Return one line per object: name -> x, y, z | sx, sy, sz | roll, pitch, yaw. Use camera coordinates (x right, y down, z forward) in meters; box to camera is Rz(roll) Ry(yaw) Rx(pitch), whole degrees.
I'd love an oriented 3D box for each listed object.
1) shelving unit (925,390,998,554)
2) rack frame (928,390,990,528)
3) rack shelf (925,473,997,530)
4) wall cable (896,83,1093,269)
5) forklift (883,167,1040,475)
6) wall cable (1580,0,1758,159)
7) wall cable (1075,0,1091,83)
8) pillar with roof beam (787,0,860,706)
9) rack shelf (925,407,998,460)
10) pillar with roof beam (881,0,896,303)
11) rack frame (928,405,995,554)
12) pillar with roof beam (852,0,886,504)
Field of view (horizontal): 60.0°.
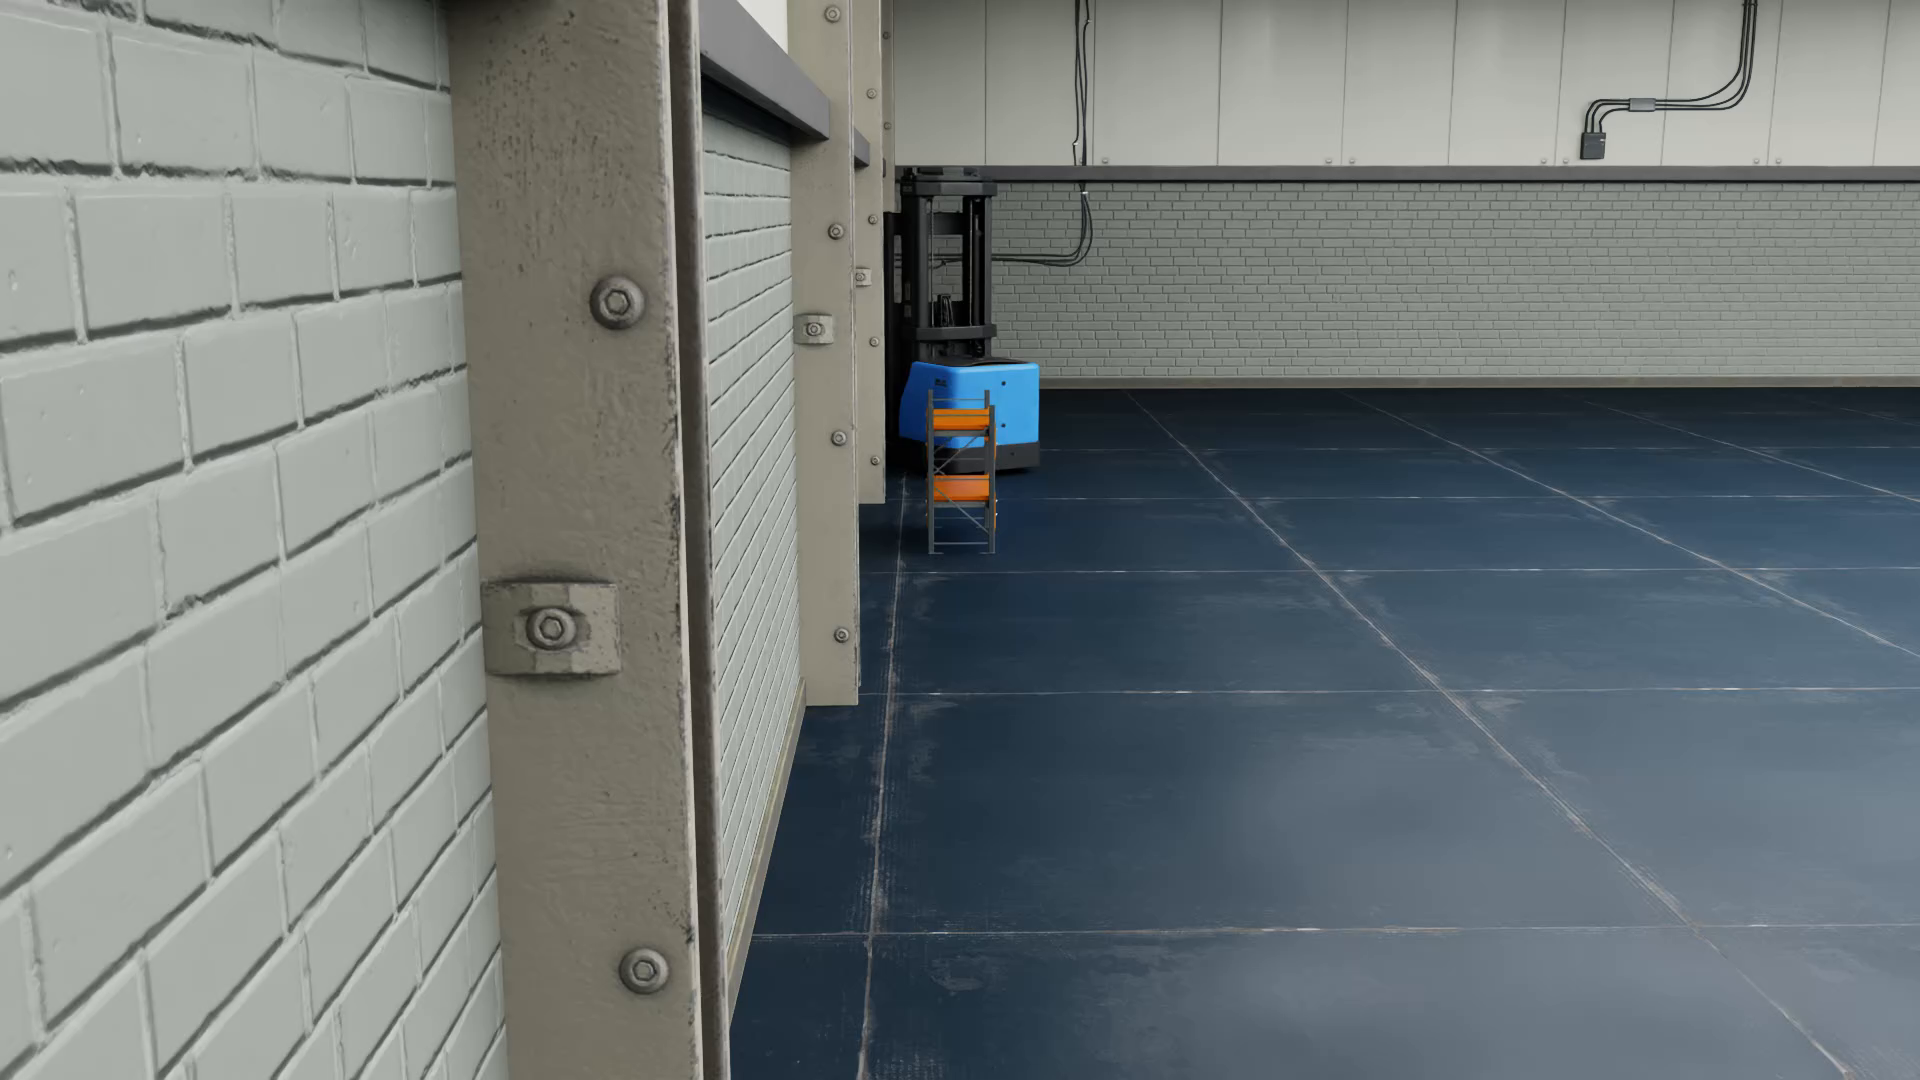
shelving unit -> 0.000, -0.550, 12.941 | 0.538, 1.125, 1.048 | 0, 11, -1
rack frame -> -0.010, -0.651, 13.439 | 0.500, 1.125, 0.032 | 0, 11, -1
rack shelf -> 0.000, -0.310, 12.989 | 0.538, 0.278, 1.000 | 0, 11, -1
wall cable -> 0.315, -5.033, 23.044 | 3.097, 2.526, 0.112 | 0, 11, -1
forklift -> -0.400, -2.302, 17.032 | 1.130, 2.935, 3.031 | -7, 13, -30
wall cable -> 9.806, -8.257, 22.574 | 2.305, 6.003, 0.169 | 0, 11, -1
wall cable -> 3.019, -7.519, 22.597 | 3.097, 2.526, 0.112 | 0, 11, -1
pillar with roof beam -> 3.606, -3.596, 8.151 | 9.100, 9.000, 0.400 | 0, 11, -1
rack shelf -> 0.000, -0.837, 12.882 | 0.538, 0.278, 1.000 | 0, 11, -1
pillar with roof beam -> 3.358, -5.981, 19.909 | 9.100, 9.000, 0.400 | 0, 11, -1
rack frame -> 0.011, -0.449, 12.443 | 0.500, 1.125, 0.032 | 0, 11, -1
pillar with roof beam -> 3.482, -4.789, 14.030 | 9.100, 9.000, 0.400 | 0, 11, -1
